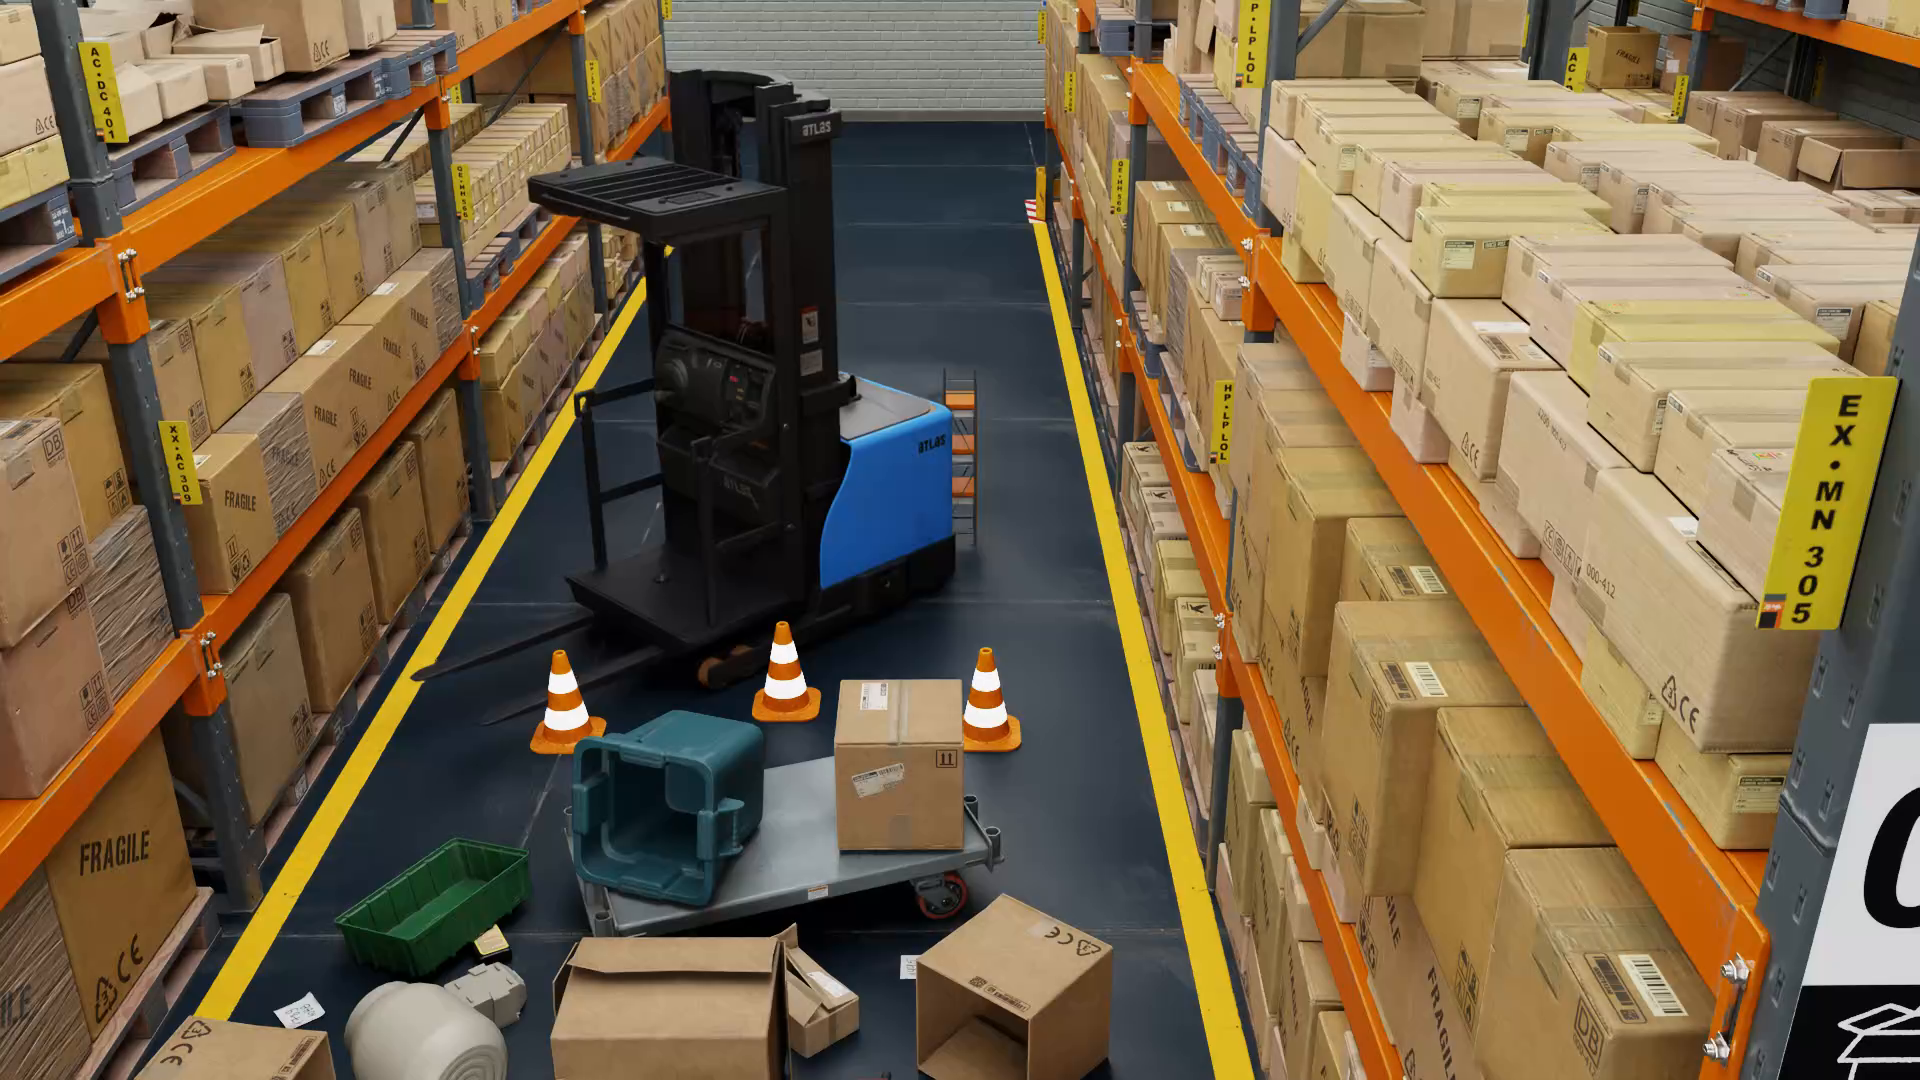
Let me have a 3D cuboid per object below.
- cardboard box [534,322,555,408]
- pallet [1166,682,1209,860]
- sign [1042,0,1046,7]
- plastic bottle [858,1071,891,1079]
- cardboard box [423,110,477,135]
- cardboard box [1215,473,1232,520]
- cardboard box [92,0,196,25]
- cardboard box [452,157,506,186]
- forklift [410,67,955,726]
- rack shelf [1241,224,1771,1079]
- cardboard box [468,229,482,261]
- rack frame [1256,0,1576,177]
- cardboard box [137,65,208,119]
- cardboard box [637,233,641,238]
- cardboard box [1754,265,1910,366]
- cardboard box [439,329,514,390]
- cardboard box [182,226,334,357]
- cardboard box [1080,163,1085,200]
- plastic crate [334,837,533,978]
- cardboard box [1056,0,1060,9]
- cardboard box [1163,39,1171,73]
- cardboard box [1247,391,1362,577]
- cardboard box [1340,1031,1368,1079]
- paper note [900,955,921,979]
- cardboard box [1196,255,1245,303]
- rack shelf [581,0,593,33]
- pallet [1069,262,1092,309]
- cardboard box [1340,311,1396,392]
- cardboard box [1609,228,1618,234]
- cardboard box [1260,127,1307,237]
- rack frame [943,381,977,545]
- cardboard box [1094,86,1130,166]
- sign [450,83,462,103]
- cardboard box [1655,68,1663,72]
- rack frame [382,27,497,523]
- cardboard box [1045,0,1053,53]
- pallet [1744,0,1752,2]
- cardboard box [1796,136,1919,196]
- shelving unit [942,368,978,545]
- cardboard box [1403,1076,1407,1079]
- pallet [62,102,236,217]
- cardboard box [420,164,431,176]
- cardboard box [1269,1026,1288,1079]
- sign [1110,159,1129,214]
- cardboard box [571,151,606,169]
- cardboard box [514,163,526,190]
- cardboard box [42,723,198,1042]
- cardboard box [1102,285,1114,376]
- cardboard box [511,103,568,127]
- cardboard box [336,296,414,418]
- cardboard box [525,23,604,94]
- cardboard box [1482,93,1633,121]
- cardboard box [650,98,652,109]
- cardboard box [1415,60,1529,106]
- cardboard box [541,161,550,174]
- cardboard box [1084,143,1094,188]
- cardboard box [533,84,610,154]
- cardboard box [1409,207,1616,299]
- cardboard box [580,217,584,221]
[{"bbox_3d":[-3.223,-1.259,11.918,0.500,0.500,0.500,-1,24,-2],"label":"cardboard box"},{"bbox_3d":[1.532,1.038,7.698,1.003,0.211,1.213,0,24,-1],"label":"pallet"},{"bbox_3d":[1.277,-7.328,22.484,0.327,0.218,0.001,0,24,-1],"label":"sign"},{"bbox_3d":[-0.320,1.968,5.825,0.133,0.061,0.283,4,25,9],"label":"plastic bottle"},{"bbox_3d":[-3.941,-3.213,12.786,0.380,0.149,0.250,0,24,1],"label":"cardboard box"},{"bbox_3d":[1.260,-0.199,6.845,0.380,0.149,0.250,0,24,0],"label":"cardboard box"},{"bbox_3d":[-3.652,-2.341,7.624,0.500,0.311,0.500,-1,24,-1],"label":"cardboard box"},{"bbox_3d":[-3.273,-2.467,11.139,0.380,0.149,0.250,1,24,2],"label":"cardboard box"},{"bbox_3d":[-1.419,-0.803,8.470,1.130,2.935,3.031,22,32,40],"label":"forklift"},{"bbox_3d":[1.563,-0.126,4.122,1.077,0.370,4.000,0,24,-1],"label":"rack shelf"},{"bbox_3d":[-3.257,-1.868,10.536,0.380,0.149,0.250,1,24,2],"label":"cardboard box"},{"bbox_3d":[1.542,-2.645,5.178,1.000,3.000,0.127,0,24,-1],"label":"rack frame"},{"bbox_3d":[-3.170,-1.765,6.546,0.250,0.149,0.380,0,24,-1],"label":"cardboard box"},{"bbox_3d":[-3.206,-2.957,15.738,0.380,0.149,0.250,0,24,0],"label":"cardboard box"},{"bbox_3d":[1.799,-0.438,3.276,0.380,0.149,0.250,0,24,-1],"label":"cardboard box"},{"bbox_3d":[-3.216,-1.175,10.822,0.500,0.250,0.500,-1,24,-3],"label":"cardboard box"},{"bbox_3d":[-3.435,-1.181,7.887,0.700,0.500,0.500,0,24,-1],"label":"cardboard box"},{"bbox_3d":[1.202,-2.744,12.858,0.500,0.250,0.500,-1,24,-2],"label":"cardboard box"},{"bbox_3d":[-2.095,1.473,6.695,0.450,0.188,0.662,3,22,31],"label":"plastic crate"},{"bbox_3d":[1.121,-5.182,15.945,0.380,0.149,0.250,-1,24,-2],"label":"cardboard box"},{"bbox_3d":[1.331,-2.681,9.203,0.380,0.149,0.250,0,24,-1],"label":"cardboard box"},{"bbox_3d":[1.313,-0.155,5.257,0.700,0.500,0.500,0,24,0],"label":"cardboard box"},{"bbox_3d":[1.244,1.469,4.492,0.380,0.149,0.250,1,24,2],"label":"cardboard box"},{"bbox_3d":[-0.159,1.668,6.526,0.148,0.019,0.142,0,24,-1],"label":"paper note"},{"bbox_3d":[1.264,-1.165,7.407,0.380,0.149,0.250,-1,24,-3],"label":"cardboard box"},{"bbox_3d":[-3.516,-5.007,14.914,1.077,0.370,4.000,0,24,-1],"label":"rack shelf"},{"bbox_3d":[1.524,-2.251,14.971,1.003,0.211,1.213,0,24,-1],"label":"pallet"},{"bbox_3d":[1.226,-0.502,4.386,0.380,0.149,0.250,-1,24,-2],"label":"cardboard box"},{"bbox_3d":[1.813,-0.746,4.441,0.500,0.250,0.500,-1,24,-1],"label":"cardboard box"},{"bbox_3d":[1.273,-1.163,5.362,0.500,0.250,0.500,-1,24,-2],"label":"cardboard box"},{"bbox_3d":[0.001,-0.450,9.971,0.200,1.050,0.008,0,24,-1],"label":"rack frame"},{"bbox_3d":[1.220,-2.897,11.681,0.500,0.500,0.500,-1,24,-1],"label":"cardboard box"},{"bbox_3d":[-4.037,-3.533,13.370,0.100,0.325,0.005,0,24,-1],"label":"sign"},{"bbox_3d":[6.649,-4.546,16.483,0.500,0.250,0.500,0,24,0],"label":"cardboard box"},{"bbox_3d":[-3.451,-1.496,9.917,1.000,3.000,0.127,0,24,-1],"label":"rack frame"},{"bbox_3d":[1.131,-5.158,16.680,0.500,0.500,0.500,-1,24,-2],"label":"cardboard box"},{"bbox_3d":[6.355,-4.244,12.581,1.213,0.211,1.003,0,24,-1],"label":"pallet"},{"bbox_3d":[6.259,-2.494,11.488,0.797,0.503,0.637,-1,24,-2],"label":"cardboard box"},{"bbox_3d":[-0.001,-0.500,10.082,0.215,1.050,0.252,0,24,-1],"label":"shelving unit"},{"bbox_3d":[1.239,1.383,3.858,0.380,0.149,0.250,0,24,0],"label":"cardboard box"},{"bbox_3d":[-3.466,-1.504,6.529,0.805,0.209,1.217,-1,24,-3],"label":"pallet"},{"bbox_3d":[-3.931,-2.547,11.677,0.380,0.149,0.250,-1,24,-2],"label":"cardboard box"},{"bbox_3d":[1.304,1.833,5.384,0.500,0.250,0.500,-1,24,-1],"label":"cardboard box"},{"bbox_3d":[0.943,-2.083,9.811,0.100,0.325,0.005,0,24,-1],"label":"sign"},{"bbox_3d":[-3.170,-3.148,13.874,0.380,0.149,0.250,1,24,1],"label":"cardboard box"},{"bbox_3d":[-3.278,-2.550,11.682,0.380,0.149,0.250,1,24,1],"label":"cardboard box"},{"bbox_3d":[-3.470,1.189,6.050,0.875,0.875,0.875,0,24,0],"label":"cardboard box"},{"bbox_3d":[1.559,-1.804,12.667,0.875,0.875,0.875,0,24,1],"label":"cardboard box"},{"bbox_3d":[-3.295,-3.327,13.040,0.380,0.149,0.250,1,24,2],"label":"cardboard box"},{"bbox_3d":[-3.168,-0.945,8.579,0.500,0.500,0.500,-1,24,-1],"label":"cardboard box"},{"bbox_3d":[-3.256,-3.968,13.687,0.500,0.500,0.500,0,24,1],"label":"cardboard box"},{"bbox_3d":[1.843,-1.290,5.160,0.380,0.149,0.250,-1,24,-2],"label":"cardboard box"},{"bbox_3d":[-3.269,-4.339,16.508,0.380,0.149,0.250,0,24,-1],"label":"cardboard box"},{"bbox_3d":[1.936,-1.644,6.276,0.500,0.250,0.500,-1,24,-2],"label":"cardboard box"},{"bbox_3d":[-3.285,-2.745,12.474,0.380,0.149,0.250,-1,24,-3],"label":"cardboard box"},{"bbox_3d":[1.190,-2.762,12.292,0.500,0.250,0.500,0,24,0],"label":"cardboard box"},{"bbox_3d":[-3.248,-3.530,13.933,0.500,0.500,0.500,-1,24,-2],"label":"cardboard box"},{"bbox_3d":[1.236,-0.648,3.741,0.380,0.149,0.250,0,24,1],"label":"cardboard box"},{"bbox_3d":[-3.319,-2.992,15.454,0.380,0.149,0.250,-1,24,-3],"label":"cardboard box"}]
